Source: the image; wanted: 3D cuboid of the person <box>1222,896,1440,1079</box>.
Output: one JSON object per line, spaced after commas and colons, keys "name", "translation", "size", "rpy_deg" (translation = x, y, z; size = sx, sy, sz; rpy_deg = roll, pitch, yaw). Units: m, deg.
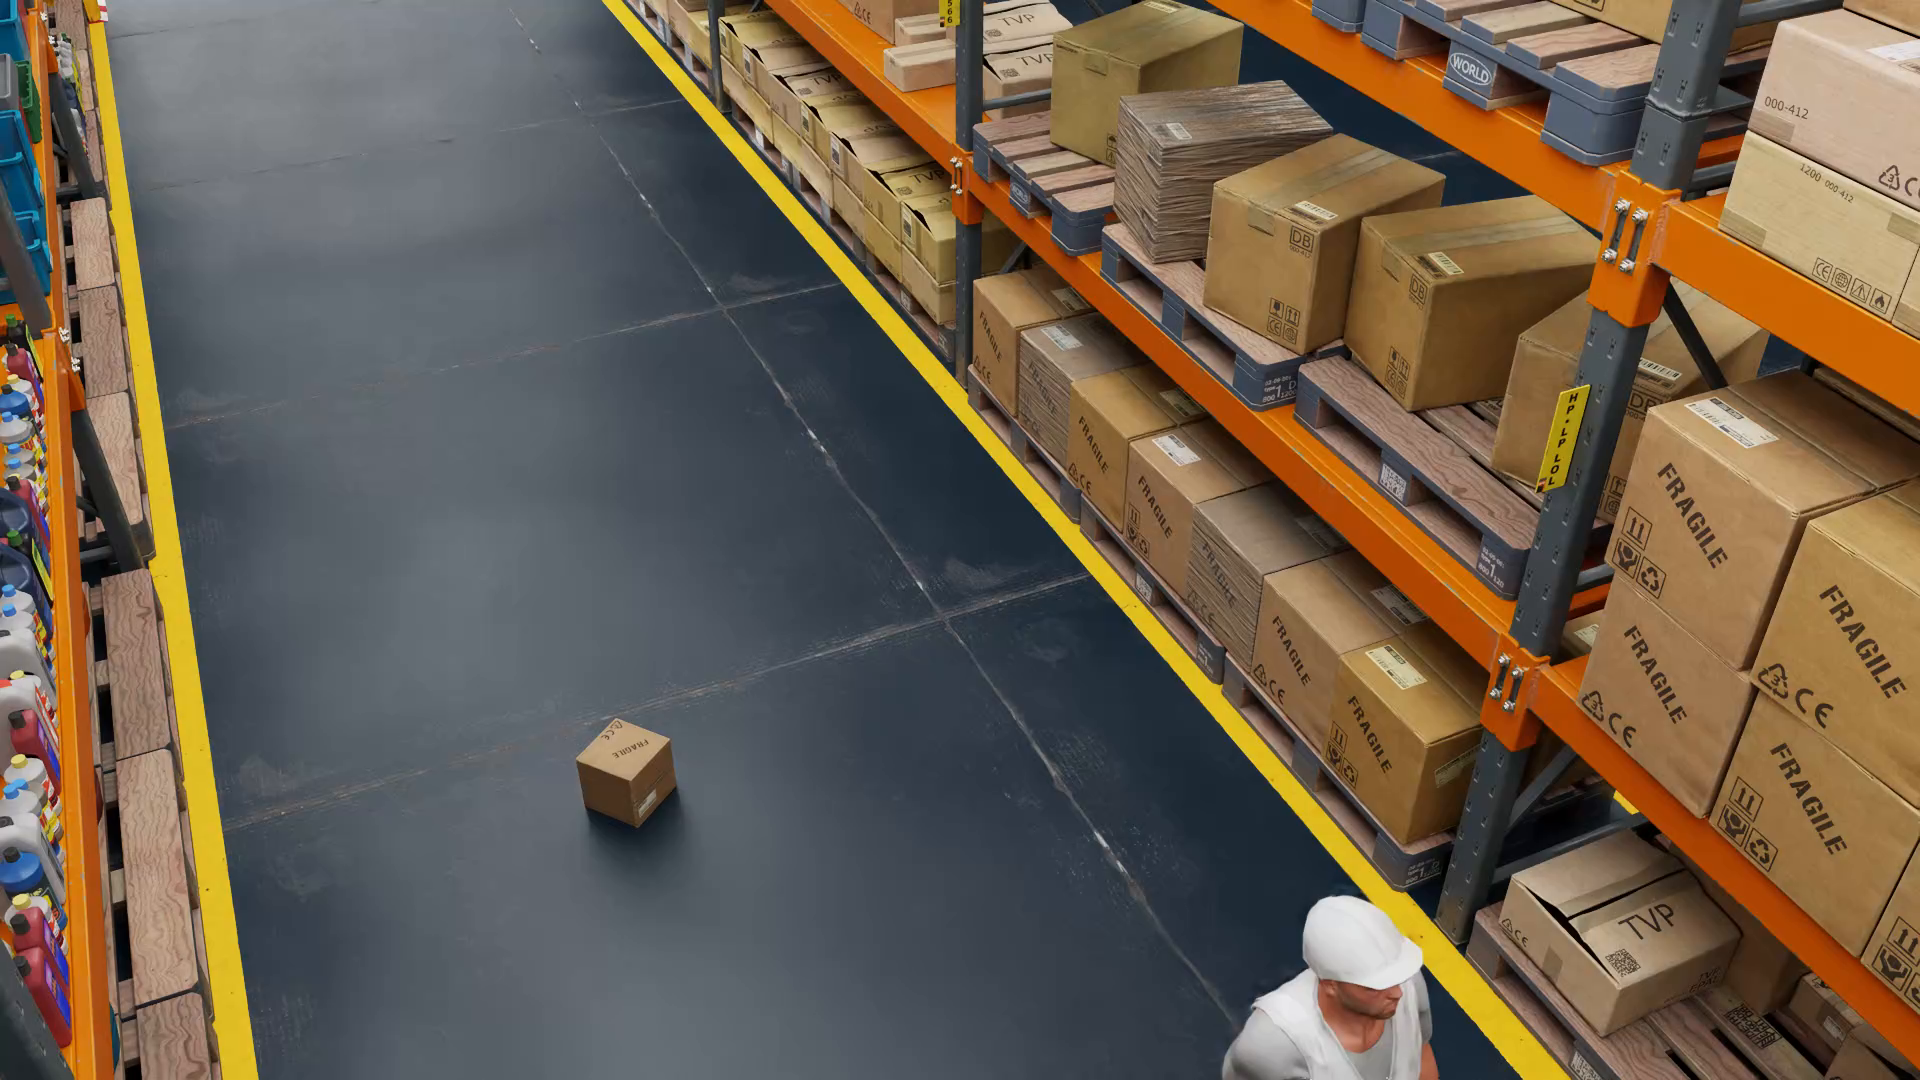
{"name": "person", "translation": [0.955, 1.544, 4.047], "size": [0.607, 1.729, 1.020], "rpy_deg": [-22, 42, -27]}
